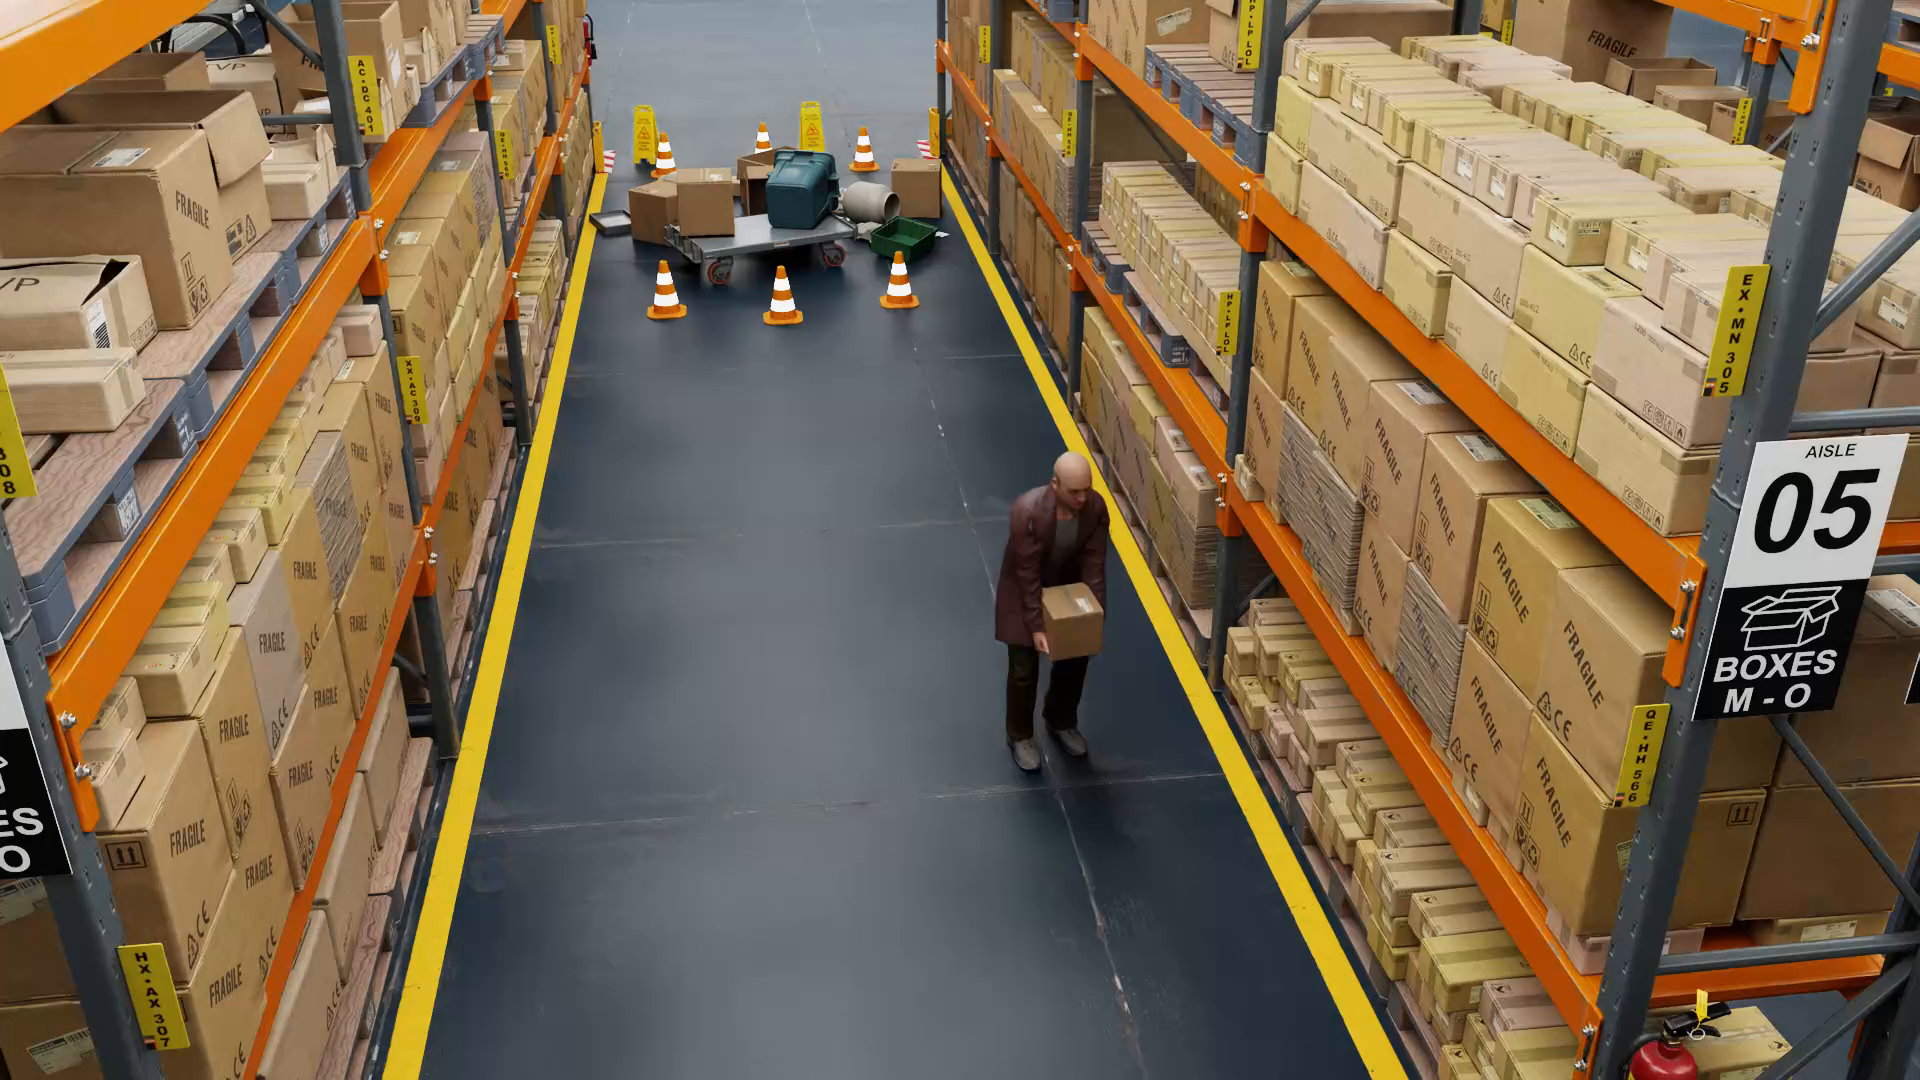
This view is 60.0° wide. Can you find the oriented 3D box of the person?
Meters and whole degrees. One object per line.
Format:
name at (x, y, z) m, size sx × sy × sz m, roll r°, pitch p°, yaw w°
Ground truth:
person at (0.448, 0.287, 8.070) m, size 0.526 × 1.779 × 0.563 m, roll -9°, pitch 28°, yaw -17°
